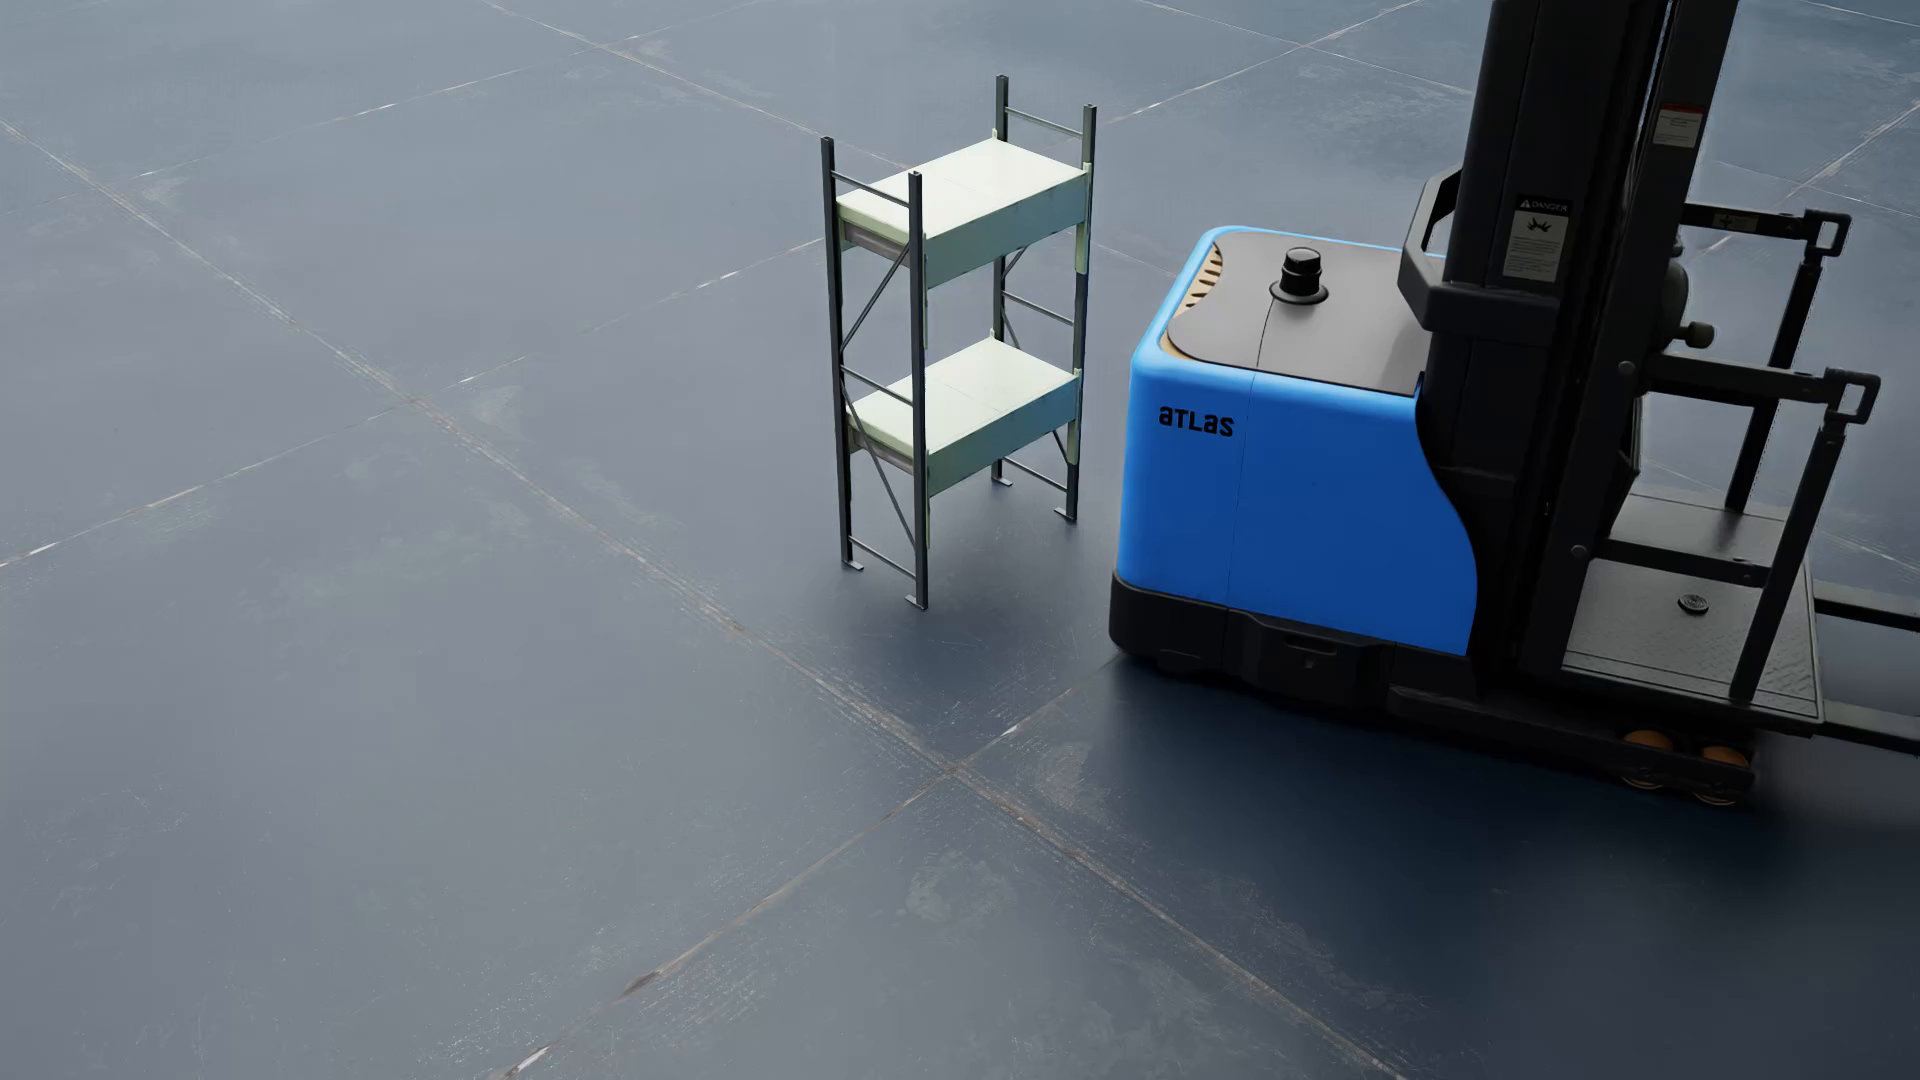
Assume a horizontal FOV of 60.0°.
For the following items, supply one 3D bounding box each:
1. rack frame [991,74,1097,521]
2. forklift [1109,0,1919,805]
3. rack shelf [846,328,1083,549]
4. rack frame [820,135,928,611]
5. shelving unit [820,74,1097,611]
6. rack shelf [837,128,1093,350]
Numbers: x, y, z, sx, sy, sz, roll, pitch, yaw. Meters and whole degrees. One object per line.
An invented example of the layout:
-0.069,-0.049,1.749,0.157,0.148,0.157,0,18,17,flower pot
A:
0.263,-0.766,5.538,0.400,1.500,0.023,30,45,35,rack frame
2.038,-0.801,4.336,3.031,2.935,1.130,12,37,16,forklift
0.005,-0.350,5.511,0.431,0.370,0.720,30,45,35,rack shelf
-0.253,-0.469,5.112,0.400,1.500,0.023,30,45,35,rack frame
0.005,-0.618,5.325,0.431,1.500,0.755,30,45,35,shelving unit
0.005,-0.938,5.102,0.431,0.370,0.720,30,45,35,rack shelf
